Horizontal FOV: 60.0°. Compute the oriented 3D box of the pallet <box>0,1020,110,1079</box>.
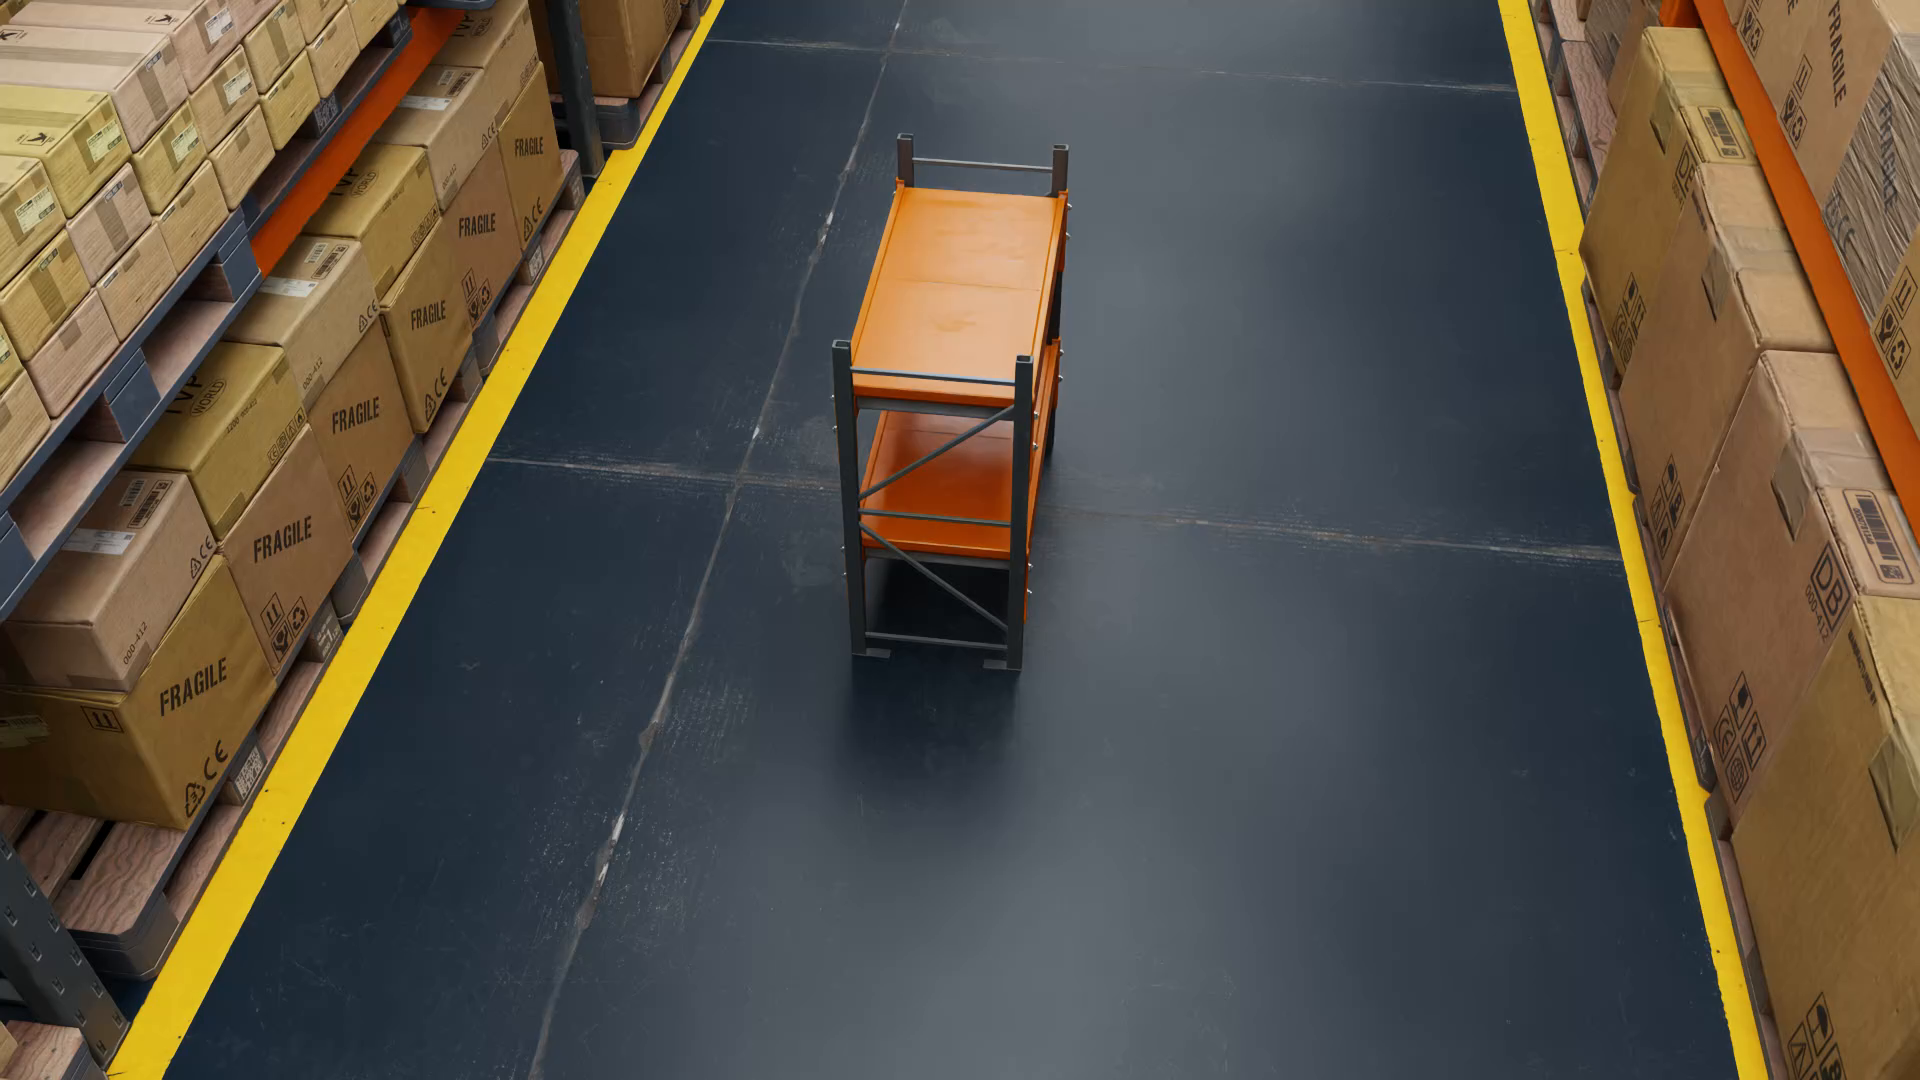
[{"bbox_3d":[-2.555,1.554,3.456,1.003,0.211,1.213,5,44,6],"label":"pallet"}]

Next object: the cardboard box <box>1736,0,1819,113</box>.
[{"bbox_3d":[2.531,-1.504,4.584,0.500,0.500,0.500,4,44,4],"label":"cardboard box"}]

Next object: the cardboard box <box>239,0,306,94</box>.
[{"bbox_3d":[-1.824,-1.211,4.008,0.380,0.149,0.250,5,44,5],"label":"cardboard box"}]

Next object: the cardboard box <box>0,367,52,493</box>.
[{"bbox_3d":[-1.993,-0.208,3.165,0.380,0.149,0.250,3,44,3],"label":"cardboard box"}]

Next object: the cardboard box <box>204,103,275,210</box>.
[{"bbox_3d":[-1.858,-0.912,3.909,0.380,0.149,0.250,3,44,4],"label":"cardboard box"}]

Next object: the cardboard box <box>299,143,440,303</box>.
[{"bbox_3d":[-1.941,-0.983,5.074,0.500,0.250,0.500,6,44,6],"label":"cardboard box"}]

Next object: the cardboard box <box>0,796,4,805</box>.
[{"bbox_3d":[-2.653,0.308,4.256,0.500,0.500,0.500,4,44,5],"label":"cardboard box"}]

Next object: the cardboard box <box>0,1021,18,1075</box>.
[{"bbox_3d":[-2.227,1.098,3.460,0.380,0.149,0.250,6,44,6],"label":"cardboard box"}]

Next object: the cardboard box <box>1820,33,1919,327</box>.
[{"bbox_3d":[2.399,-0.814,3.856,0.500,0.500,0.500,5,44,6],"label":"cardboard box"}]

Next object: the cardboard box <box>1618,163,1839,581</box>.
[{"bbox_3d":[2.694,-0.432,4.765,1.225,0.875,0.875,5,44,6],"label":"cardboard box"}]

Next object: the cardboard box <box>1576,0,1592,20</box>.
[{"bbox_3d":[3.129,-2.603,7.315,0.700,0.500,0.500,9,44,9],"label":"cardboard box"}]

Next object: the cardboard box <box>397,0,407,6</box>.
[{"bbox_3d":[-1.720,-1.632,4.669,0.380,0.149,0.250,3,44,4],"label":"cardboard box"}]

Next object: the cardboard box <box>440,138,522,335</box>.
[{"bbox_3d":[-1.872,-1.065,5.706,0.500,0.500,0.500,7,44,7],"label":"cardboard box"}]

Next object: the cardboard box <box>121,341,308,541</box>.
[{"bbox_3d":[-2.073,-0.280,4.331,0.500,0.250,0.500,6,44,7],"label":"cardboard box"}]

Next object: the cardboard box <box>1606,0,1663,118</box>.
[{"bbox_3d":[3.000,-1.837,6.506,0.700,0.500,0.500,3,44,3],"label":"cardboard box"}]

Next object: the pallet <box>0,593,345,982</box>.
[{"bbox_3d":[-2.399,0.562,4.503,1.003,0.211,1.213,5,44,6],"label":"pallet"}]

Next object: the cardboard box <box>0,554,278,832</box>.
[{"bbox_3d":[-2.140,0.356,4.205,0.500,0.500,0.500,7,44,7],"label":"cardboard box"}]

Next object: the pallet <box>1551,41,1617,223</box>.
[{"bbox_3d":[3.036,-1.646,6.835,1.003,0.211,1.213,5,44,6],"label":"pallet"}]

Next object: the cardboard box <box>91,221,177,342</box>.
[{"bbox_3d":[-1.925,-0.567,3.545,0.380,0.149,0.250,6,44,6],"label":"cardboard box"}]

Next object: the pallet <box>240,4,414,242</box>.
[{"bbox_3d":[-2.193,-1.224,4.500,1.003,0.211,1.213,5,44,6],"label":"pallet"}]

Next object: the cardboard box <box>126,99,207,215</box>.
[{"bbox_3d":[-1.893,-0.846,3.623,0.380,0.149,0.250,4,44,4],"label":"cardboard box"}]

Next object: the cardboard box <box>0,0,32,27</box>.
[{"bbox_3d":[-2.473,-1.277,4.078,0.380,0.149,0.250,5,44,6],"label":"cardboard box"}]

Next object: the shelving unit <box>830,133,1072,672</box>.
[{"bbox_3d":[-0.001,-0.404,4.858,0.538,1.125,1.048,5,44,6],"label":"shelving unit"}]

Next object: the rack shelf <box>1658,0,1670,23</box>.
[{"bbox_3d":[3.195,-3.228,7.001,1.077,0.370,4.000,5,44,6],"label":"rack shelf"}]

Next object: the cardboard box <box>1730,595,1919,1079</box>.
[{"bbox_3d":[2.467,0.781,3.484,1.225,0.875,0.875,5,44,6],"label":"cardboard box"}]

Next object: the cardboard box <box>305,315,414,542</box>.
[{"bbox_3d":[-2.016,-0.363,4.965,0.500,0.500,0.500,6,44,6],"label":"cardboard box"}]

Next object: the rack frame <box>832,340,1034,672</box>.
[{"bbox_3d":[-0.068,-0.057,4.493,0.500,1.125,0.032,5,44,6],"label":"rack frame"}]

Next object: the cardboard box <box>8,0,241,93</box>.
[{"bbox_3d":[-1.857,-1.133,3.710,0.380,0.149,0.250,5,44,5],"label":"cardboard box"}]

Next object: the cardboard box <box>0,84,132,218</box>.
[{"bbox_3d":[-1.926,-0.789,3.346,0.380,0.149,0.250,6,44,6],"label":"cardboard box"}]

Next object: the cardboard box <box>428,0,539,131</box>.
[{"bbox_3d":[-1.803,-1.673,5.803,0.500,0.250,0.500,4,44,5],"label":"cardboard box"}]

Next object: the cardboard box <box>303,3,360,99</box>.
[{"bbox_3d":[-1.789,-1.270,4.287,0.380,0.149,0.250,3,44,4],"label":"cardboard box"}]

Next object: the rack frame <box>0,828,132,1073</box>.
[{"bbox_3d":[-2.501,0.080,2.984,1.000,3.000,0.127,5,44,6],"label":"rack frame"}]

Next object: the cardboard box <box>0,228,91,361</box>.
[{"bbox_3d":[-1.961,-0.493,3.250,0.380,0.149,0.250,4,44,5],"label":"cardboard box"}]

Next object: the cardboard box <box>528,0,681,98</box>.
[{"bbox_3d":[-1.802,-2.388,6.922,1.050,0.750,0.750,5,44,5],"label":"cardboard box"}]

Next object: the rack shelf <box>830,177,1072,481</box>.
[{"bbox_3d":[-0.001,-0.616,4.657,0.538,0.278,1.000,5,44,6],"label":"rack shelf"}]

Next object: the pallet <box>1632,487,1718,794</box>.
[{"bbox_3d":[2.588,0.246,4.837,1.003,0.211,1.213,5,44,6],"label":"pallet"}]

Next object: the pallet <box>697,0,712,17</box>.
[{"bbox_3d":[-1.629,-2.993,8.257,1.003,0.211,1.213,5,44,6],"label":"pallet"}]

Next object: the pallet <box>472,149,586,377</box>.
[{"bbox_3d":[-2.077,-1.101,6.259,1.003,0.211,1.213,5,44,6],"label":"pallet"}]
